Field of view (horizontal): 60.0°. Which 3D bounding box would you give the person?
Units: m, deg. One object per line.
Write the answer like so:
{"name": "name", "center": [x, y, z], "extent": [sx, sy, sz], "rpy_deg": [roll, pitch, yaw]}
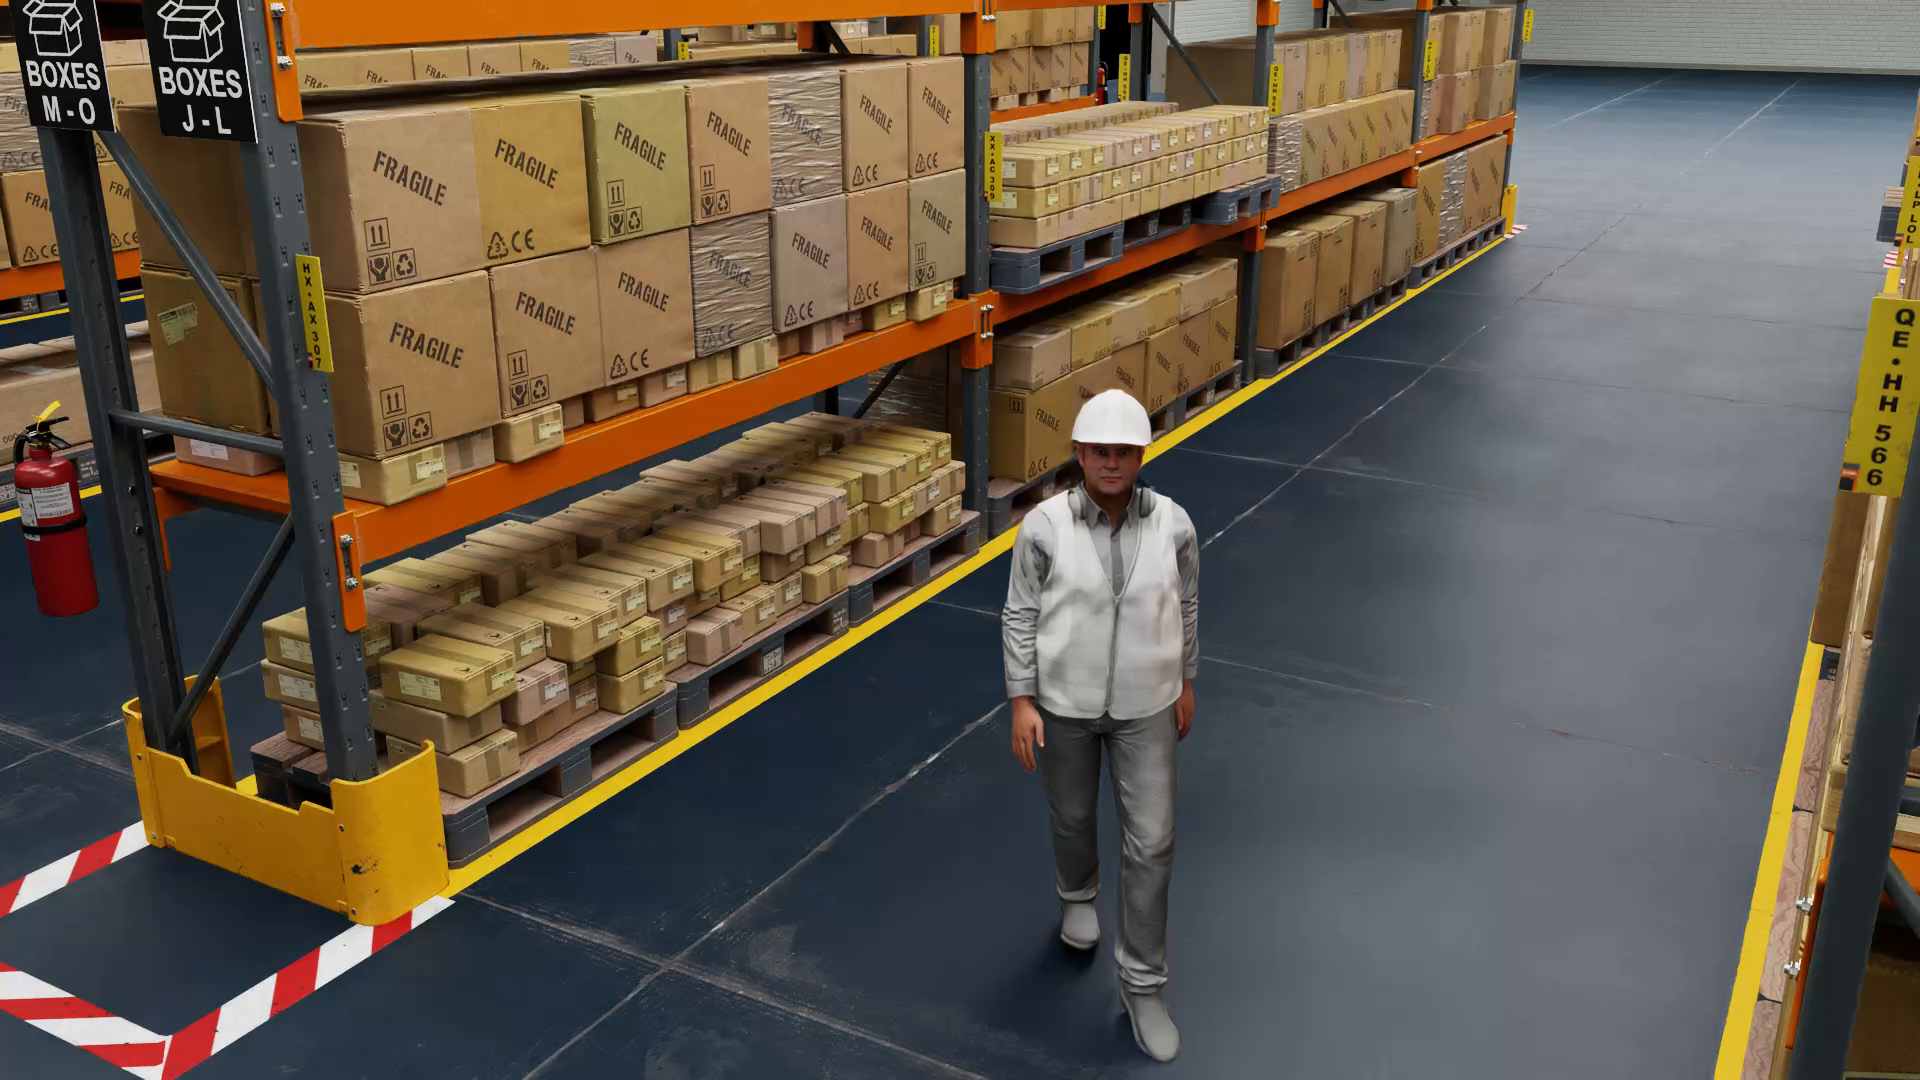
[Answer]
{"name": "person", "center": [0.401, 0.484, 4.666], "extent": [0.570, 1.797, 0.790], "rpy_deg": [0, 19, 0]}
